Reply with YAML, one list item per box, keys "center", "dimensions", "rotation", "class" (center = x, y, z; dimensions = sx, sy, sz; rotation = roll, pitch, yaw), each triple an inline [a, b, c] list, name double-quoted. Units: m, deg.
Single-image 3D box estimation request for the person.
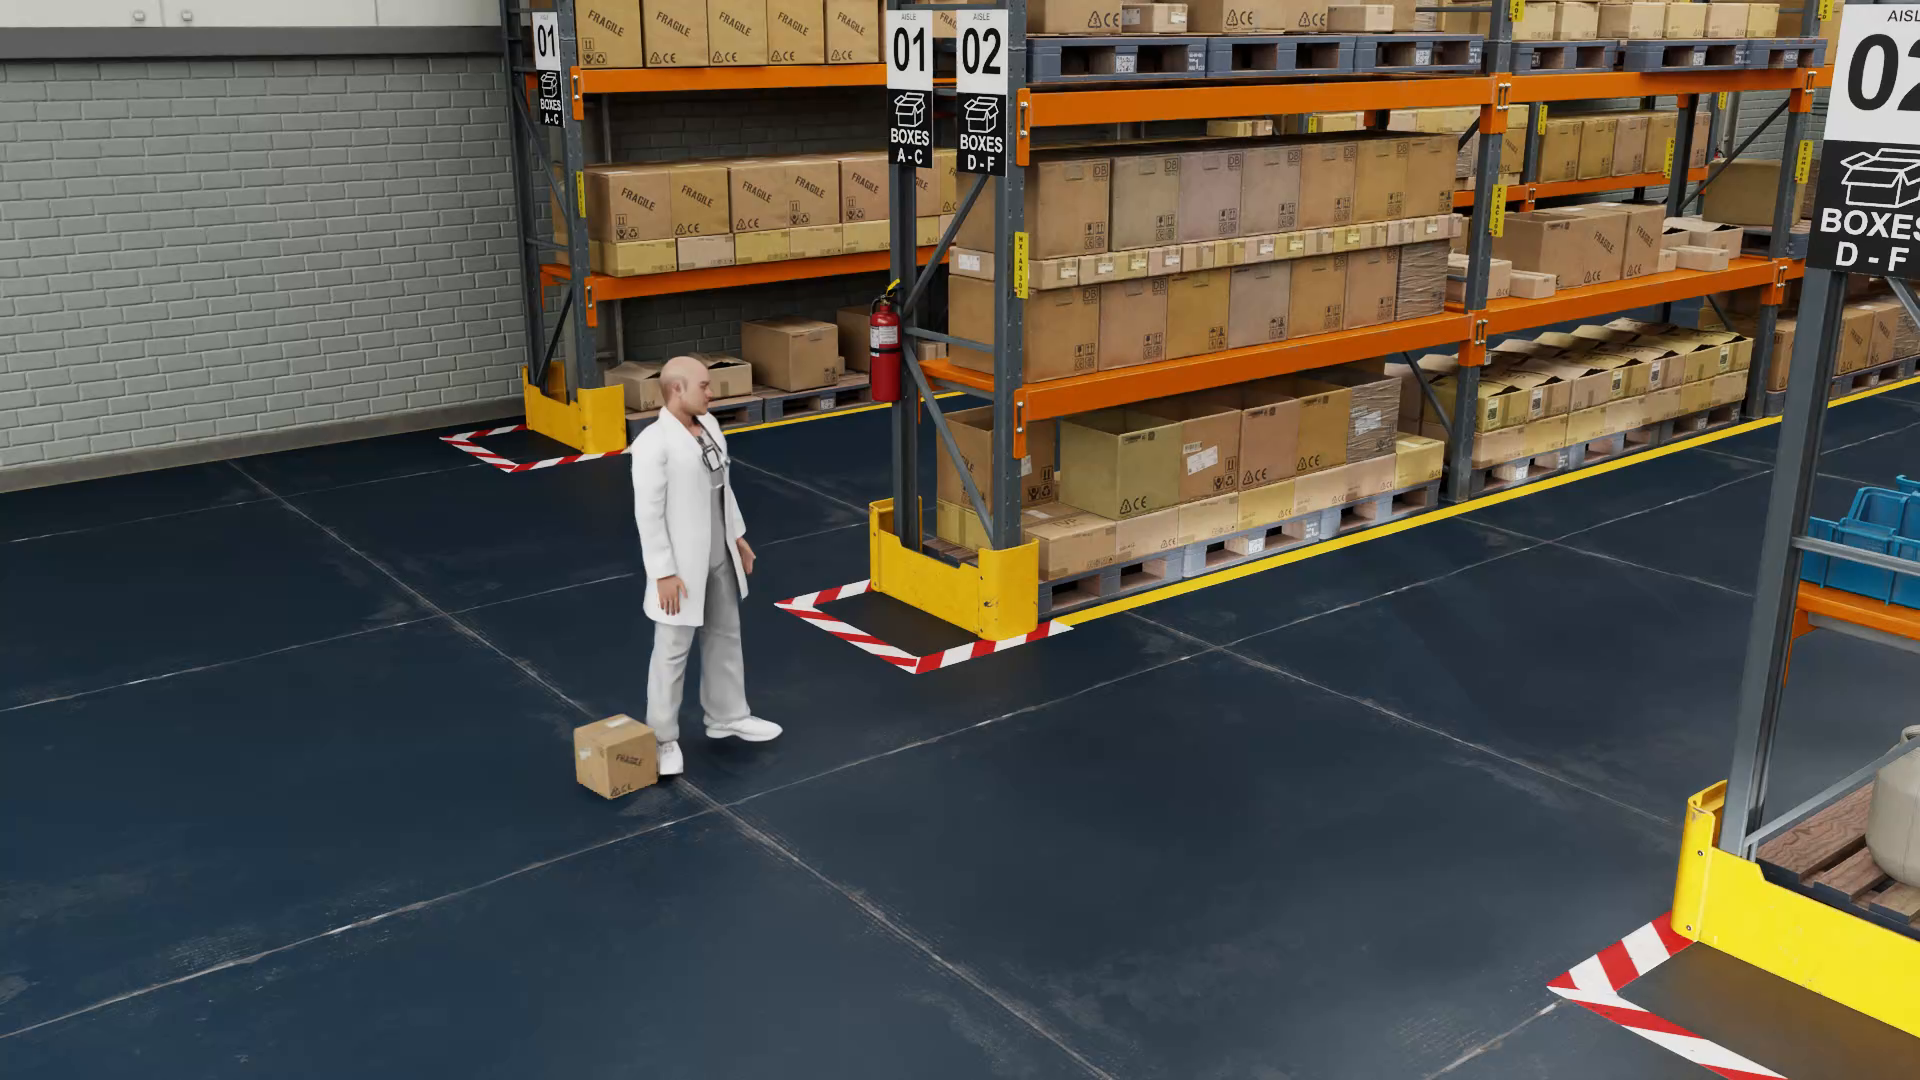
- center: [-1.122, 0.092, 7.178]
  dimensions: [0.504, 1.787, 0.649]
  rotation: [9, 20, 27]
  class: "person"
